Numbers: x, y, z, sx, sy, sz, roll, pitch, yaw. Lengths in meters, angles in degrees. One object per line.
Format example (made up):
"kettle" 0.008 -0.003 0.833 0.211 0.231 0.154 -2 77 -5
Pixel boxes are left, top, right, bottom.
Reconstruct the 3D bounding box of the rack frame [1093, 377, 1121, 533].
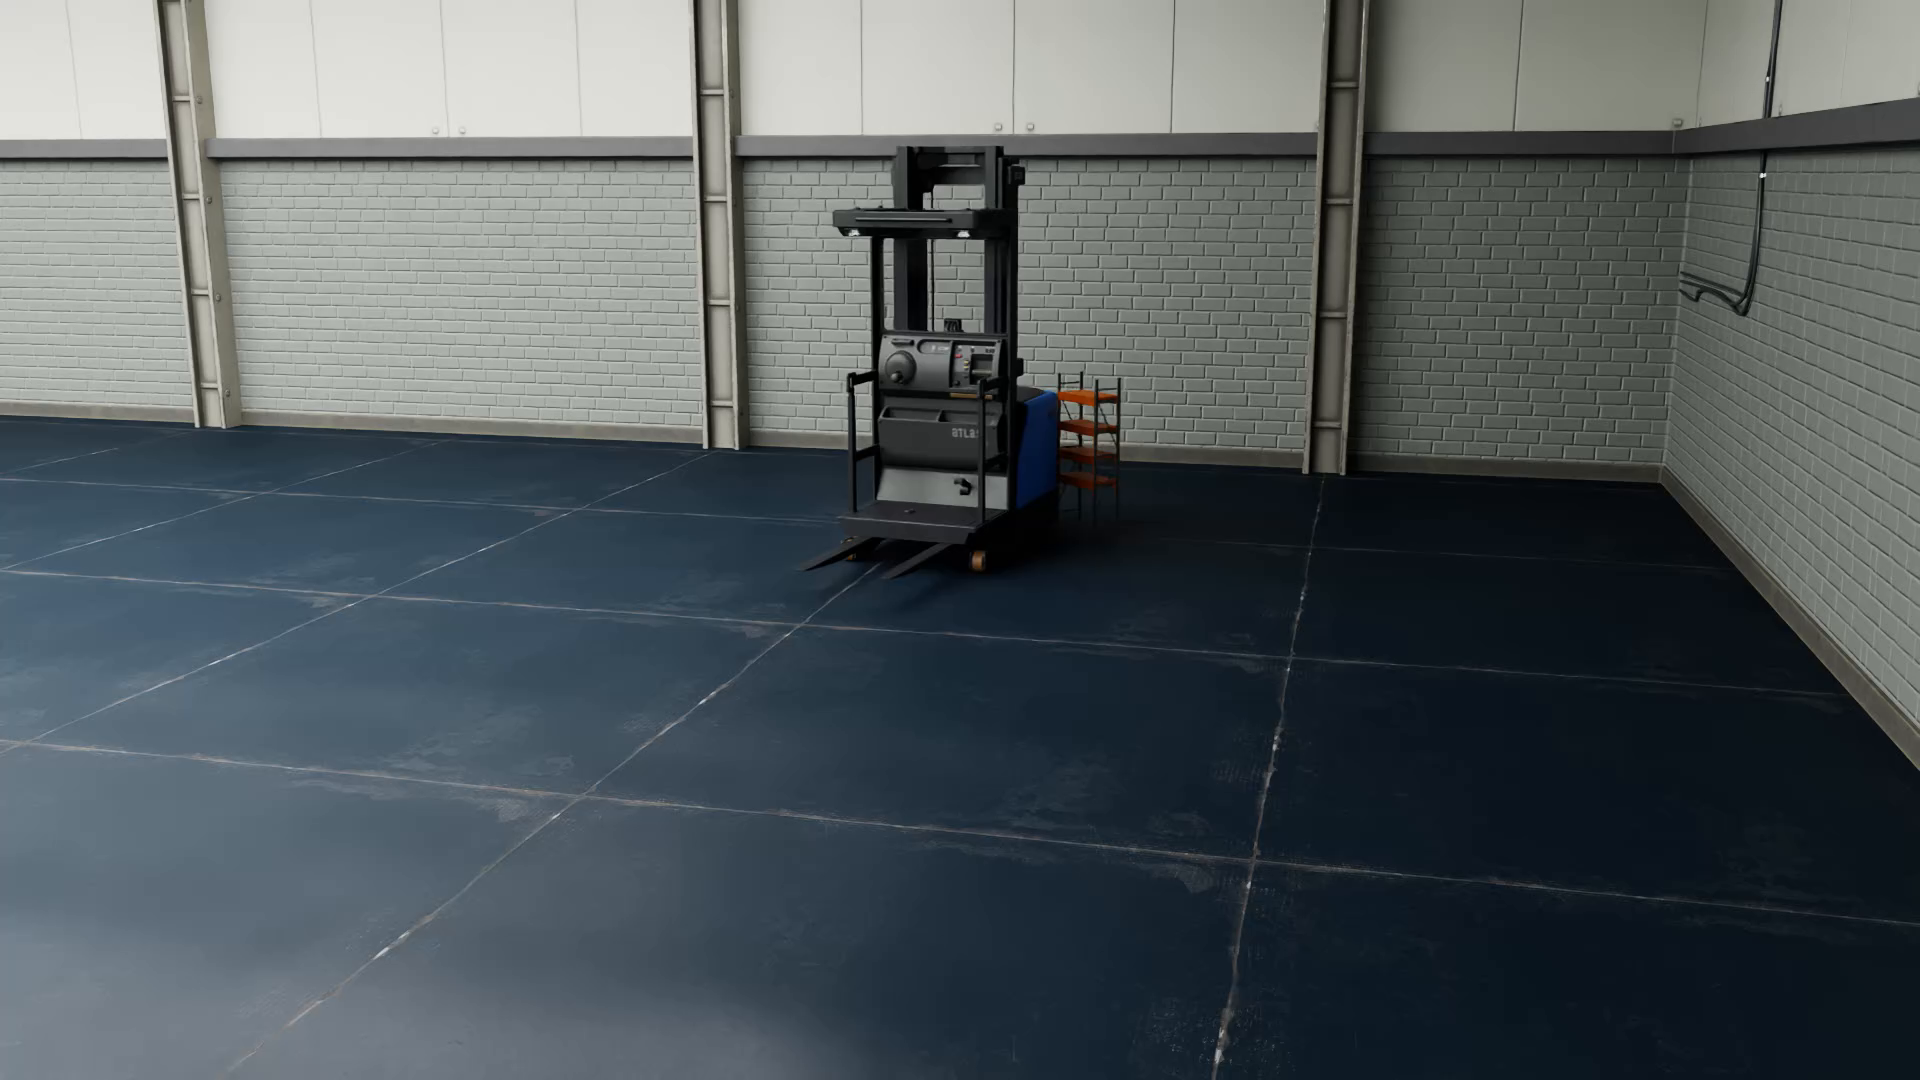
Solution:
"rack frame" 1.140 -0.655 12.910 0.240 1.200 0.015 -8 15 -32

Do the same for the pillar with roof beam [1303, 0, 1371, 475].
"pillar with roof beam" 2.402 -4.134 10.591 0.400 9.000 9.100 3 13 14

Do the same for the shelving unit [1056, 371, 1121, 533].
"shelving unit" 1.009 -0.699 13.111 0.258 1.200 0.503 -8 15 -32

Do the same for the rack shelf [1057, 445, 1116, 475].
"rack shelf" 1.009 -0.633 13.125 0.258 0.148 0.480 -8 15 -32

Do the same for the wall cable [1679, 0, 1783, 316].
"wall cable" 5.976 -3.092 13.065 0.112 2.526 3.097 3 13 14

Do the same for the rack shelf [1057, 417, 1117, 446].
"rack shelf" 1.008 -0.852 13.077 0.258 0.148 0.480 -8 15 -32

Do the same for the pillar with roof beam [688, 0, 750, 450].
"pillar with roof beam" -3.424 -4.445 11.994 0.400 9.000 9.100 3 13 14

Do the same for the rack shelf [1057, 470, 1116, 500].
"rack shelf" 1.009 -0.439 13.168 0.258 0.148 0.480 -8 15 -32

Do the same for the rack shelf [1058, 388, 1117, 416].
"rack shelf" 1.008 -1.083 13.026 0.258 0.148 0.480 -8 15 -32

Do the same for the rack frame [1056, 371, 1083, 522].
"rack frame" 0.877 -0.743 13.312 0.240 1.200 0.015 -8 15 -32

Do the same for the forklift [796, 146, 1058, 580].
"forklift" -0.218 -1.299 11.823 1.130 2.935 3.031 5 13 20

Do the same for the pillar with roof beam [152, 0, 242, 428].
"pillar with roof beam" -9.249 -4.757 13.398 0.400 9.000 9.100 3 13 14
